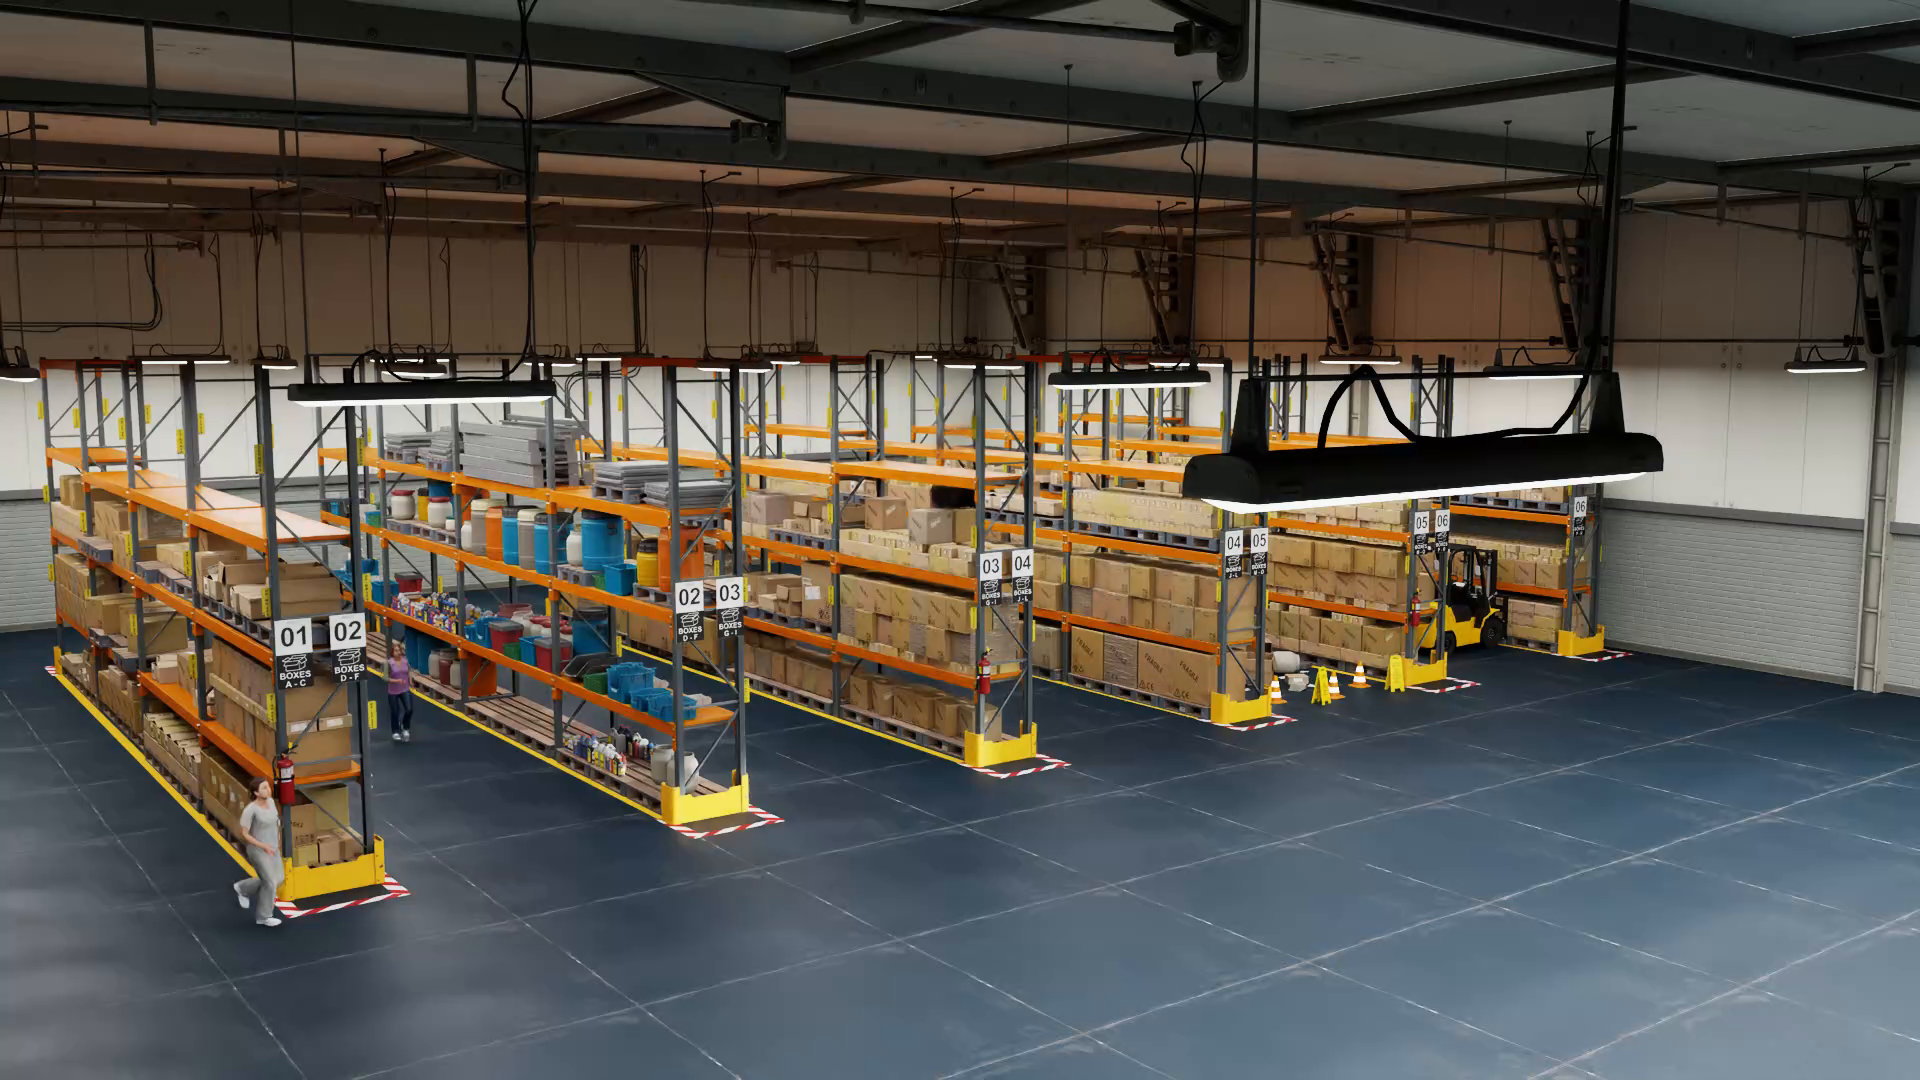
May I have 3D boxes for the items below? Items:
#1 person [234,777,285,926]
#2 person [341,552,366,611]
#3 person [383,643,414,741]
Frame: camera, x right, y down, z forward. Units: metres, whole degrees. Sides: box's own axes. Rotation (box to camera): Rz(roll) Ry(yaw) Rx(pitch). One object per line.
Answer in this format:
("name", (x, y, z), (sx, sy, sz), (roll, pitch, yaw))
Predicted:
("person", (-7.618, 3.365, 18.061), (0.649, 1.641, 0.579), (2, 7, 16))
("person", (-13.338, 1.098, 36.398), (0.914, 1.727, 0.646), (-4, 8, -31))
("person", (-8.801, 2.402, 26.132), (0.511, 1.570, 0.636), (-5, 8, -33))
